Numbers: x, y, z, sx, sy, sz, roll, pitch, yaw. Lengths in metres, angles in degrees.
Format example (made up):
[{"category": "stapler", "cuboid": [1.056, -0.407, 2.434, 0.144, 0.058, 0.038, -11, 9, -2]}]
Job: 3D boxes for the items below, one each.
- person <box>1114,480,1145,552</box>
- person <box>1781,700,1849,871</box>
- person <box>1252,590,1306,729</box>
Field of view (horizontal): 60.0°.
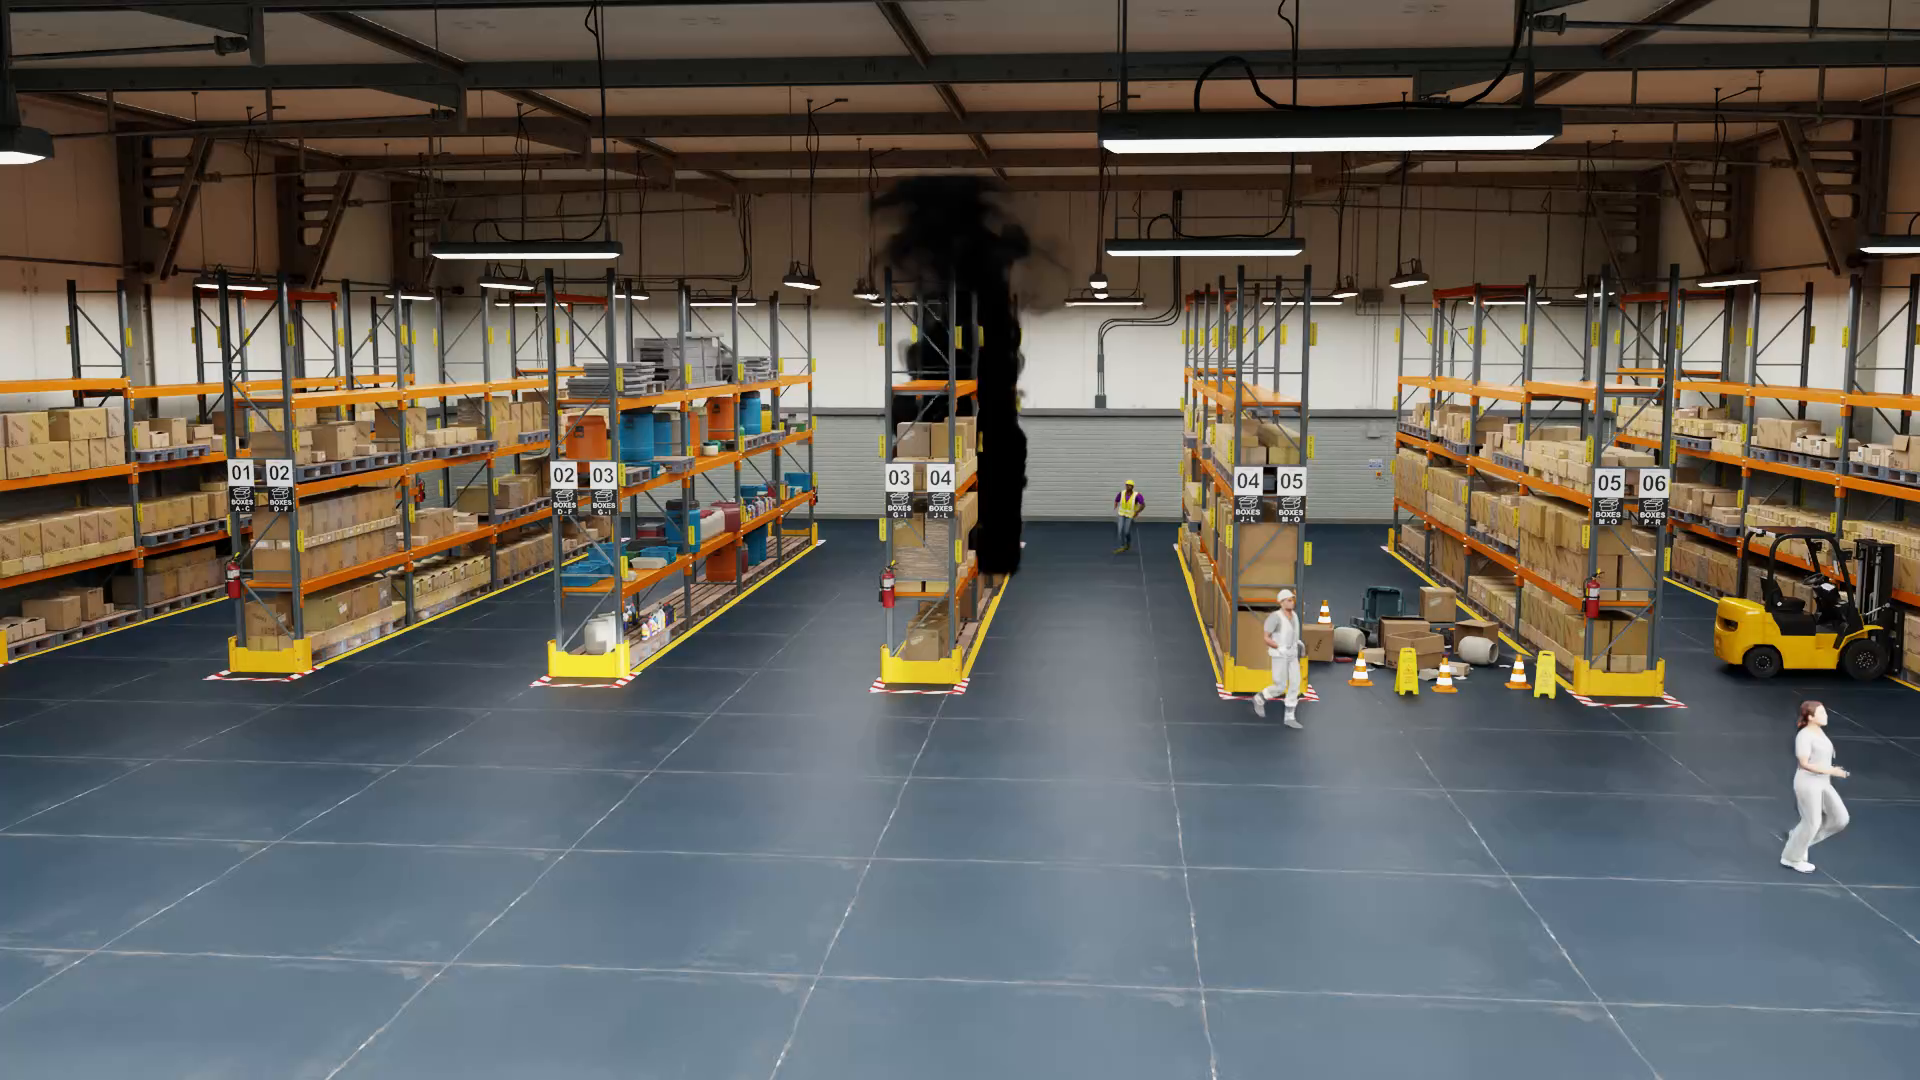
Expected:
[{"category": "person", "cuboid": [3.903, -0.549, 38.744, 0.716, 1.705, 0.605, 3, 8, 26]}, {"category": "person", "cuboid": [8.027, 2.307, 15.562, 0.550, 1.633, 0.571, -6, 9, -40]}, {"category": "person", "cuboid": [4.170, 1.518, 21.552, 0.684, 1.779, 0.782, -5, 9, -37]}]
